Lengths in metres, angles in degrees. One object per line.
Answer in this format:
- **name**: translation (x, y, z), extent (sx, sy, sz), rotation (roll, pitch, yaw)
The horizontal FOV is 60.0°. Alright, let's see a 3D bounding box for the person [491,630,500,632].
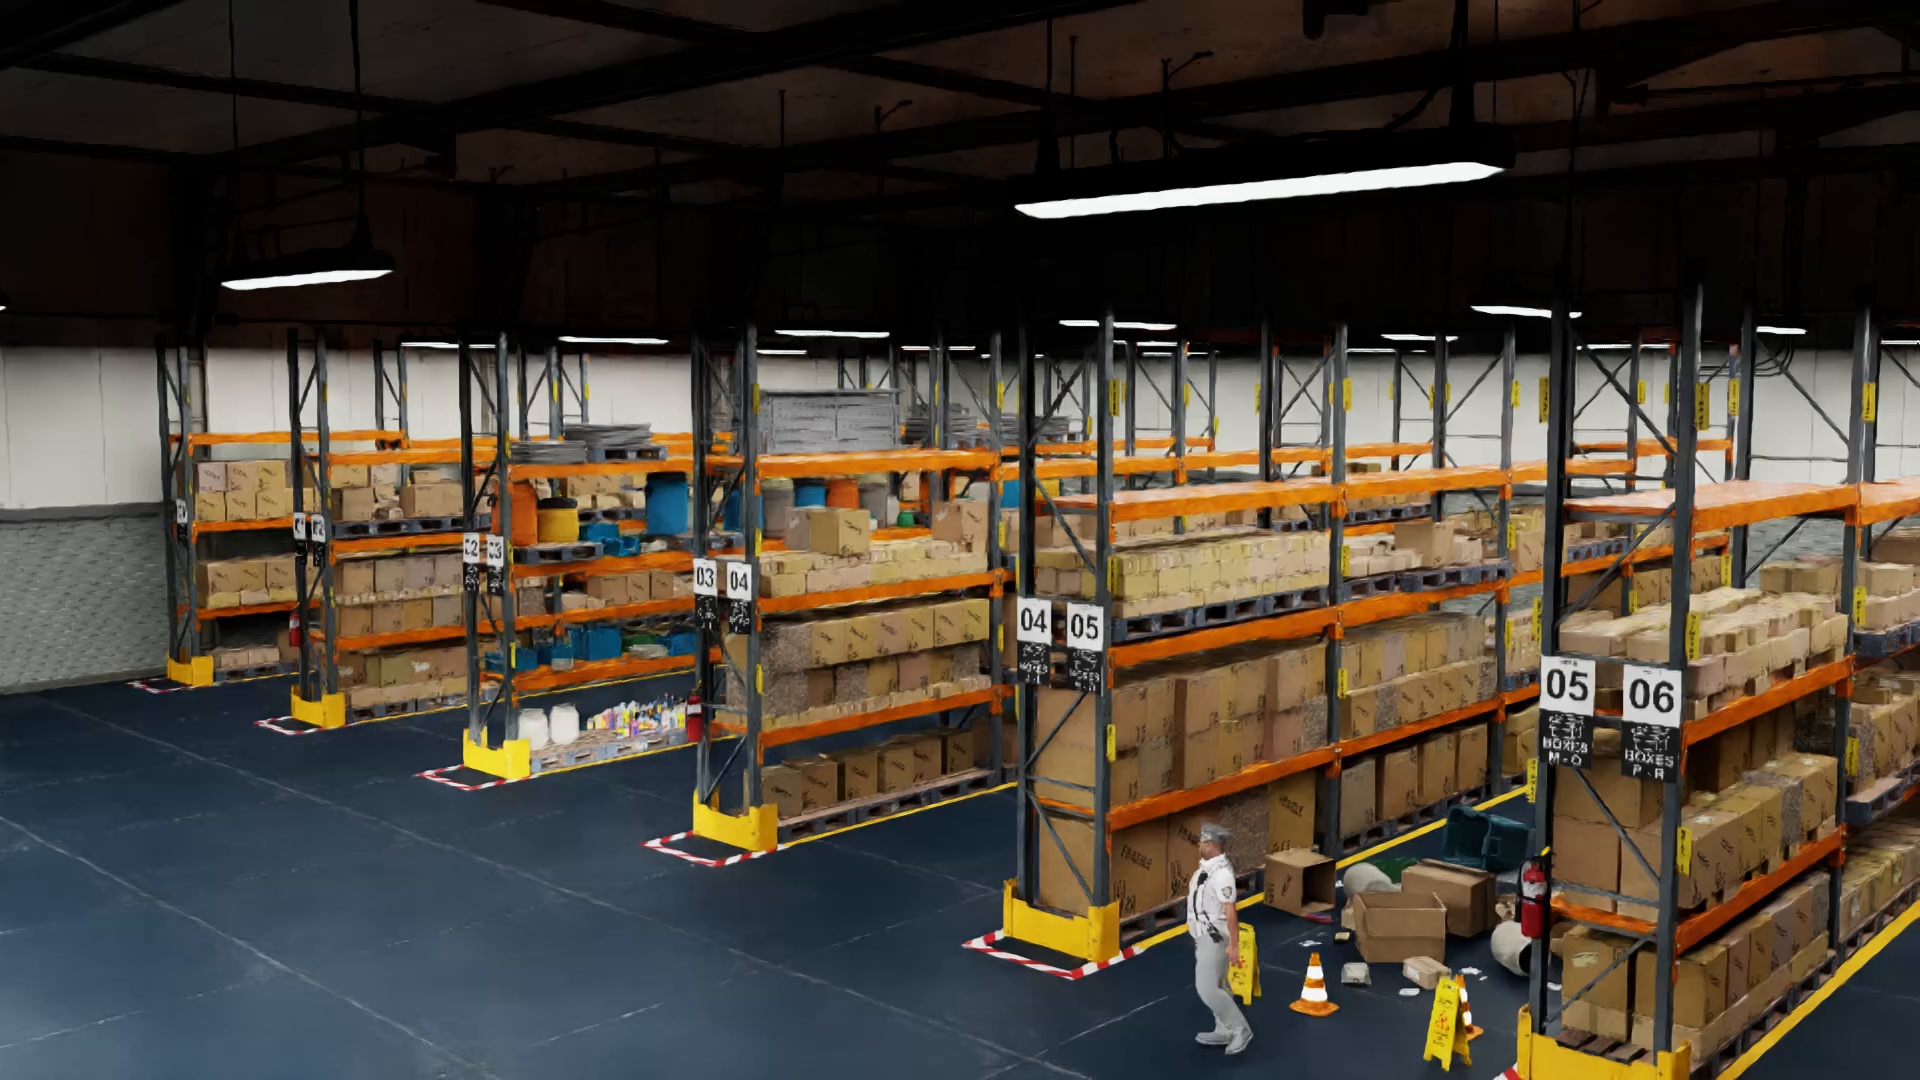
- **person**: translation (-8.249, 1.491, 29.825), extent (0.457, 1.733, 0.593), rotation (1, 5, 12)

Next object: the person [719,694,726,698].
- **person**: translation (-3.408, 1.742, 27.184), extent (0.551, 1.707, 1.107), rotation (5, 7, 41)

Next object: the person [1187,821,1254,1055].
- **person**: translation (2.020, 3.080, 12.916), extent (0.497, 1.749, 0.679), rotation (0, 5, 0)
